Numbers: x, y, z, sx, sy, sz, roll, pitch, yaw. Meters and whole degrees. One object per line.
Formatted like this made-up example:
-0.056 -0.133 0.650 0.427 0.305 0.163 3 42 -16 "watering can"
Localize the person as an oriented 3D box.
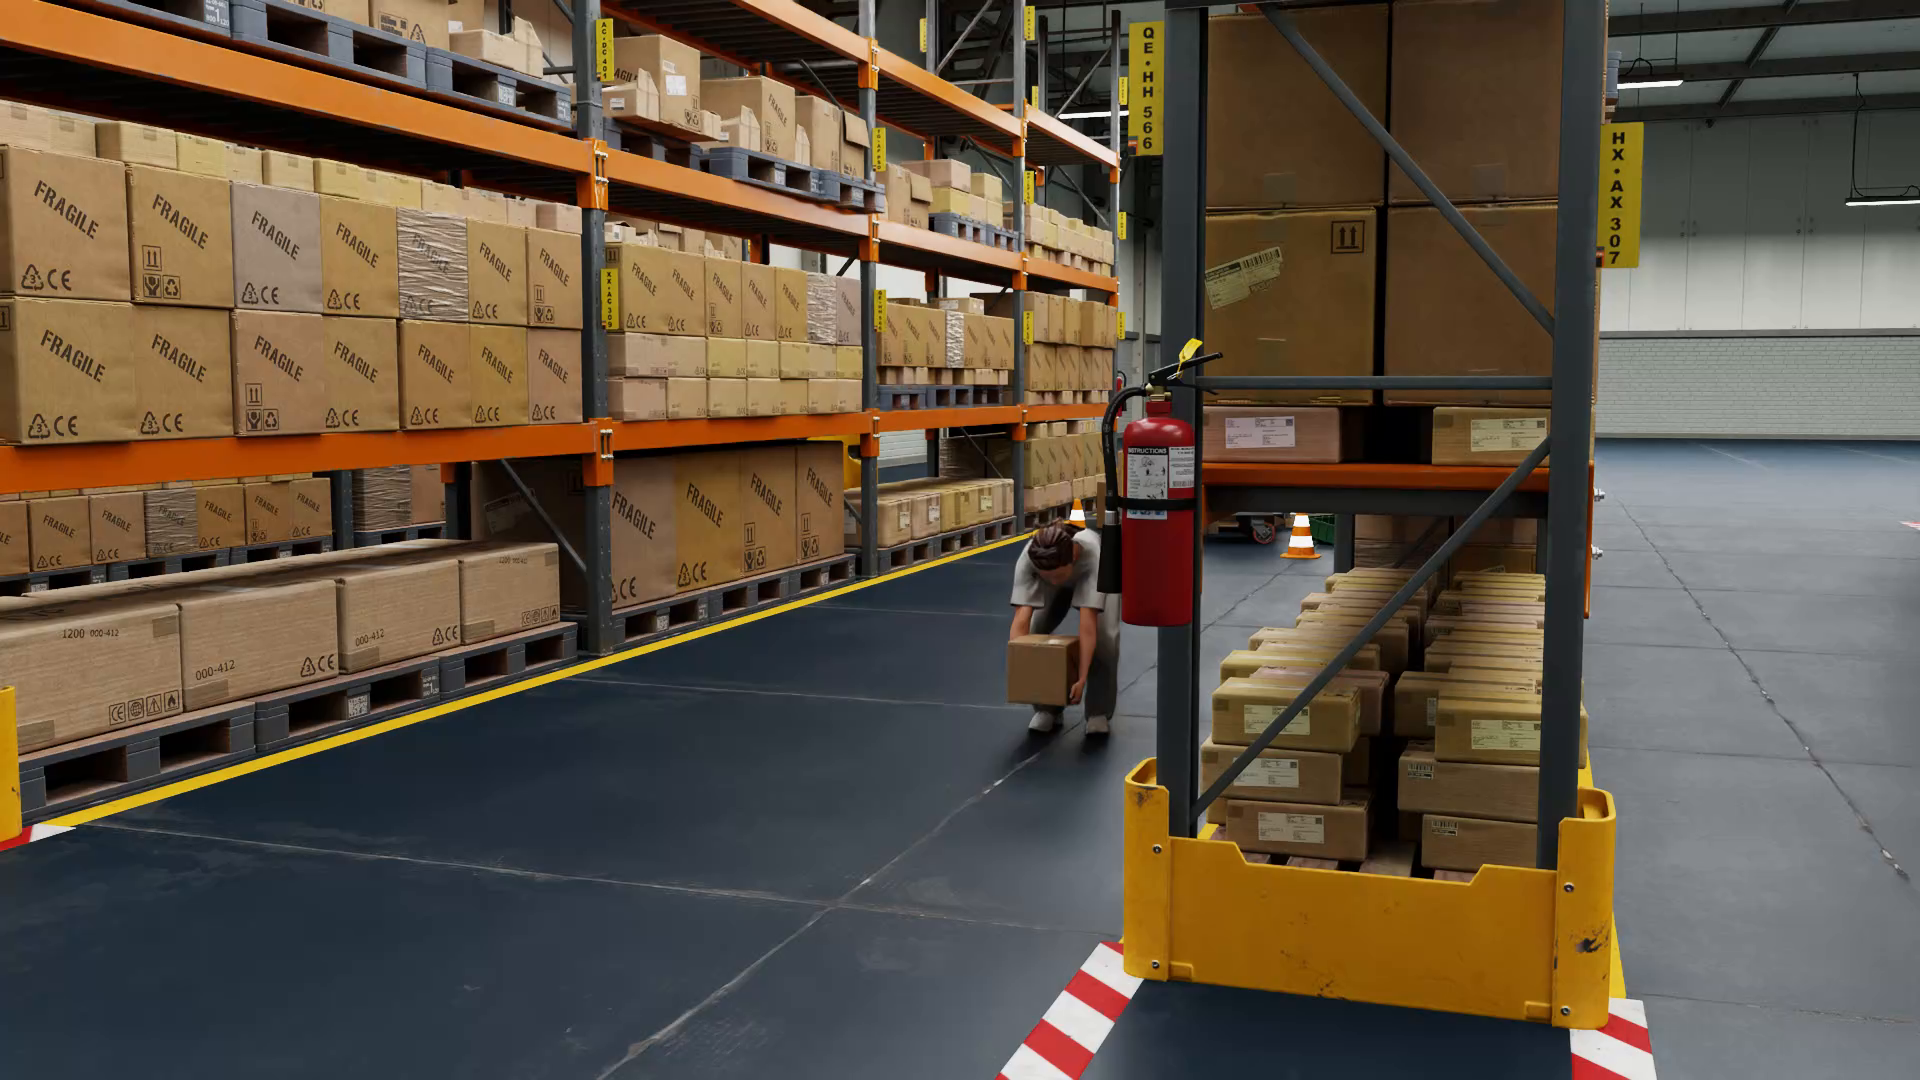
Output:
0.449 0.365 7.108 0.474 0.967 0.863 2 5 16 "person"
